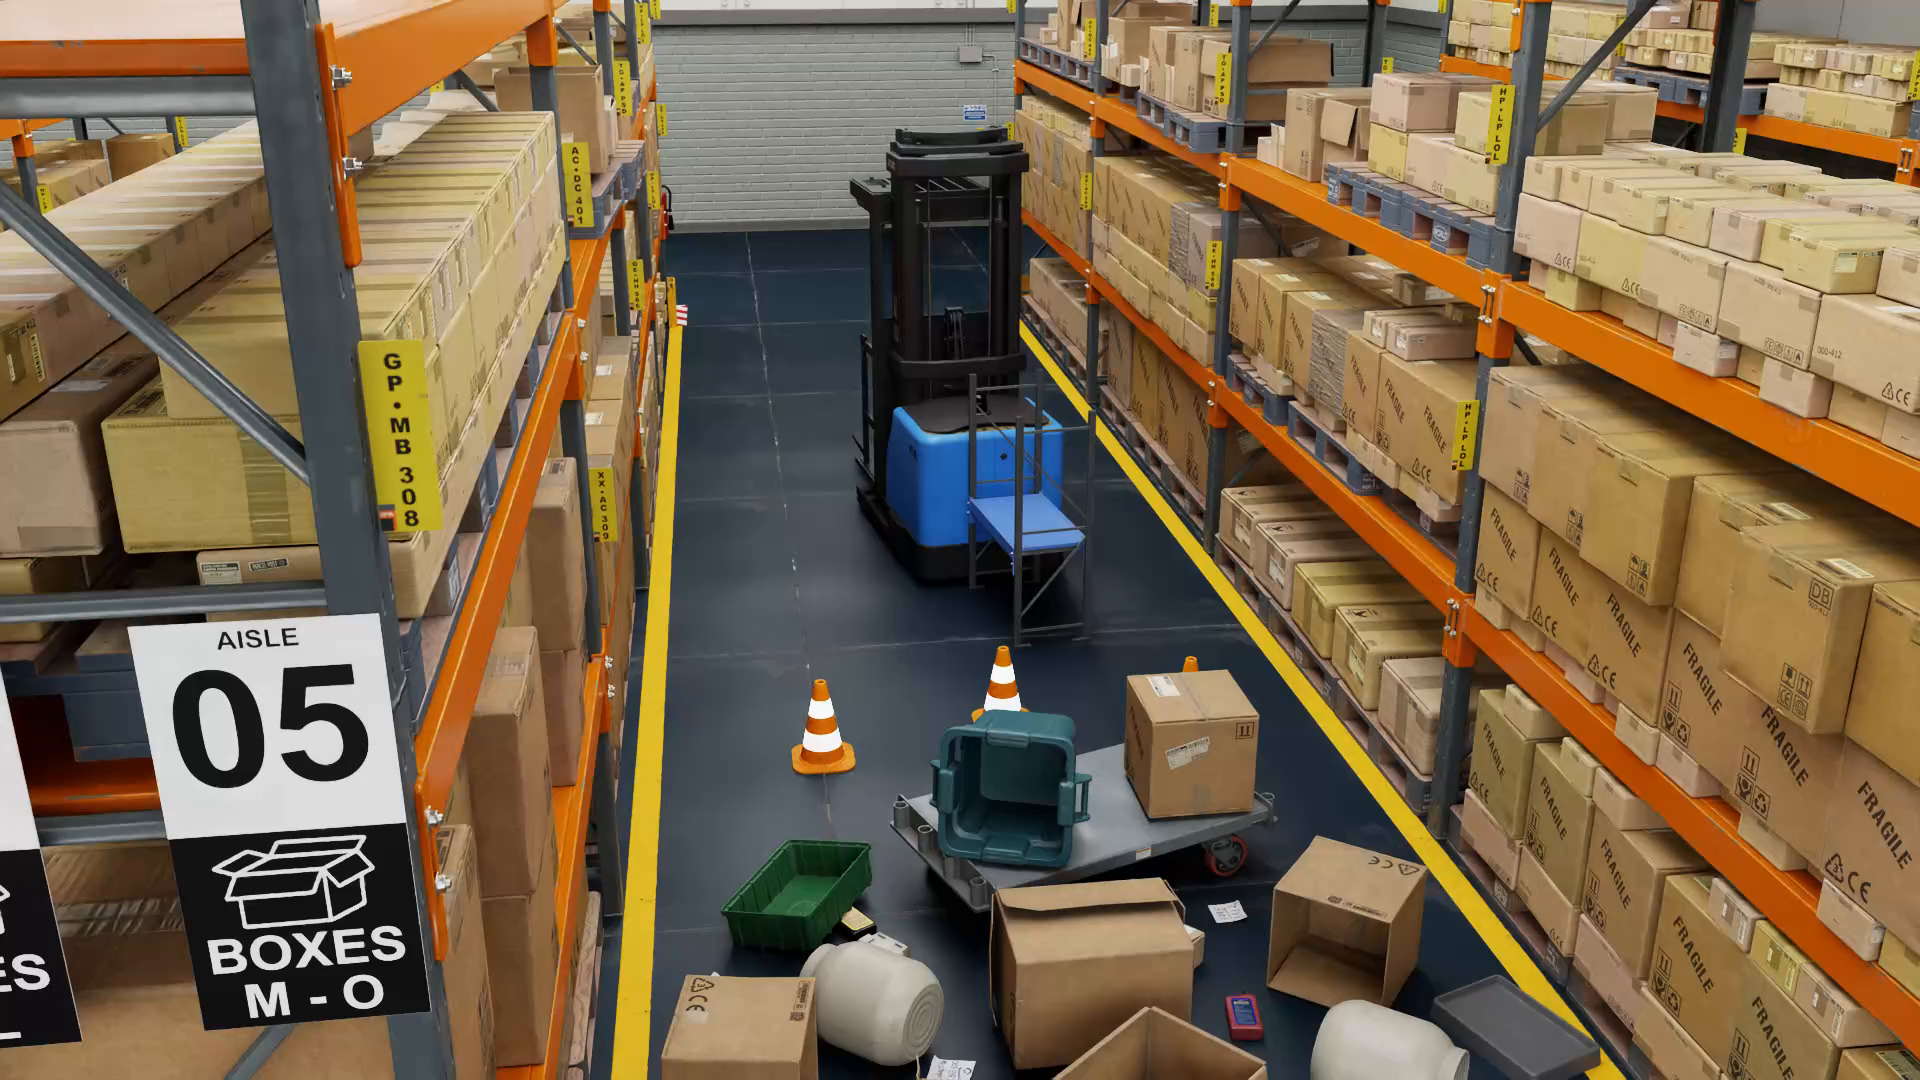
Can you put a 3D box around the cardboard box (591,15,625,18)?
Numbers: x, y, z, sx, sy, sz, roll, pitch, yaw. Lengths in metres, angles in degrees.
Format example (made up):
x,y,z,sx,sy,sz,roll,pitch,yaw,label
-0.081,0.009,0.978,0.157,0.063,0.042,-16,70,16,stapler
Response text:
x,y,z,sx,sy,sz,roll,pitch,yaw,label
-3.148,-4.675,15.088,0.380,0.149,0.250,-4,21,-9,cardboard box

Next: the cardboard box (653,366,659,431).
x,y,z,sx,sy,sz,roll,pitch,yaw,label
-2.841,-1.227,14.188,0.500,0.500,0.500,-3,21,-9,cardboard box

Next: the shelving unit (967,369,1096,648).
x,y,z,sx,sy,sz,roll,pitch,yaw,label
0.440,-0.226,10.677,0.538,1.500,1.048,-6,21,-15,shelving unit

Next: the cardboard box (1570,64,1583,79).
x,y,z,sx,sy,sz,roll,pitch,yaw,label
6.192,-4.557,16.202,0.380,0.149,0.250,-2,21,-6,cardboard box

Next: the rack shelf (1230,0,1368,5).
x,y,z,sx,sy,sz,roll,pitch,yaw,label
1.975,-4.323,12.530,1.077,0.370,4.000,-3,21,-8,rack shelf

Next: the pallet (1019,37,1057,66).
x,y,z,sx,sy,sz,roll,pitch,yaw,label
1.228,-5.222,17.750,1.003,0.211,1.213,-3,21,-8,pallet

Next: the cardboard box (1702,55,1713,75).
x,y,z,sx,sy,sz,roll,pitch,yaw,label
6.425,-3.947,13.826,0.380,0.149,0.250,-2,21,-6,cardboard box

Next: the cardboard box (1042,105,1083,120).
x,y,z,sx,sy,sz,roll,pitch,yaw,label
1.066,-4.436,17.306,0.380,0.149,0.250,-3,21,-7,cardboard box

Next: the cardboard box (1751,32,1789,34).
x,y,z,sx,sy,sz,roll,pitch,yaw,label
6.889,-4.289,14.316,0.380,0.149,0.250,-2,21,-6,cardboard box

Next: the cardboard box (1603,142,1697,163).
x,y,z,sx,sy,sz,roll,pitch,yaw,label
3.153,-1.714,7.846,0.500,0.250,0.500,-3,21,-9,cardboard box

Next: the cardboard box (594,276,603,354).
x,y,z,sx,sy,sz,roll,pitch,yaw,label
-2.565,-1.420,10.158,0.700,0.500,0.500,-3,21,-8,cardboard box

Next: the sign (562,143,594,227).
x,y,z,sx,sy,sz,roll,pitch,yaw,label
-1.495,-1.388,6.507,0.100,0.325,0.005,-3,21,-8,sign

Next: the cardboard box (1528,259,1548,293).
x,y,z,sx,sy,sz,roll,pitch,yaw,label
2.640,-1.126,7.016,0.380,0.149,0.250,-3,21,-9,cardboard box

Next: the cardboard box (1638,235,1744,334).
x,y,z,sx,sy,sz,roll,pitch,yaw,label
2.775,-0.916,5.884,0.500,0.250,0.500,-3,21,-7,cardboard box

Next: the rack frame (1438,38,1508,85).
x,y,z,sx,sy,sz,roll,pitch,yaw,label
6.022,-4.366,19.620,1.000,3.000,0.127,-3,21,-8,rack frame

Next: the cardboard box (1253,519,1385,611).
x,y,z,sx,sy,sz,roll,pitch,yaw,label
2.449,0.141,10.708,0.950,0.372,0.625,-3,21,-9,cardboard box

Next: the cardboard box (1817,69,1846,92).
x,y,z,sx,sy,sz,roll,pitch,yaw,label
6.776,-3.496,12.646,0.380,0.149,0.250,-3,21,-8,cardboard box

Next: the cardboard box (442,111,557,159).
x,y,z,sx,sy,sz,roll,pitch,yaw,label
-1.675,-1.469,6.052,0.380,0.149,0.250,-3,21,-8,cardboard box

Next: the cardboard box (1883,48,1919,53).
x,y,z,sx,sy,sz,roll,pitch,yaw,label
7.265,-3.664,12.672,0.380,0.149,0.250,-2,21,-6,cardboard box

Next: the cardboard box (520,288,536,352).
x,y,z,sx,sy,sz,roll,pitch,yaw,label
-1.489,-0.655,5.013,0.380,0.149,0.250,-3,21,-8,cardboard box

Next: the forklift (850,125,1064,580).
x,y,z,sx,sy,sz,roll,pitch,yaw,label
-0.170,-1.585,12.271,1.130,2.935,3.031,-6,21,-15,forklift

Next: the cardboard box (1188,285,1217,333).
x,y,z,sx,sy,sz,roll,pitch,yaw,label
1.942,-1.664,11.883,0.500,0.250,0.500,-3,21,-8,cardboard box

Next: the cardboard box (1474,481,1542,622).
x,y,z,sx,sy,sz,roll,pitch,yaw,label
2.628,0.020,7.307,0.500,0.500,0.500,-3,21,-8,cardboard box

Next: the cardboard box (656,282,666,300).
x,y,z,sx,sy,sz,roll,pitch,yaw,label
-3.304,-2.626,17.585,0.380,0.149,0.250,-3,21,-9,cardboard box

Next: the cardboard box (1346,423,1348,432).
x,y,z,sx,sy,sz,roll,pitch,yaw,label
2.424,-0.654,9.438,0.380,0.149,0.250,-4,21,-10,cardboard box

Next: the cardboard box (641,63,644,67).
x,y,z,sx,sy,sz,roll,pitch,yaw,label
-3.084,-4.127,14.905,0.500,0.250,0.500,-3,21,-9,cardboard box

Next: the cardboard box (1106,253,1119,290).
x,y,z,sx,sy,sz,roll,pitch,yaw,label
1.565,-2.315,14.341,0.500,0.250,0.500,-3,21,-9,cardboard box

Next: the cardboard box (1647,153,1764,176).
x,y,z,sx,sy,sz,roll,pitch,yaw,label
3.102,-1.522,6.937,0.380,0.149,0.250,-2,21,-7,cardboard box

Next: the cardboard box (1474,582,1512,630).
x,y,z,sx,sy,sz,roll,pitch,yaw,label
2.568,0.283,7.531,0.380,0.149,0.250,-3,21,-8,cardboard box

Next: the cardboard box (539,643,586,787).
x,y,z,sx,sy,sz,roll,pitch,yaw,label
-1.877,0.571,6.186,0.875,0.550,0.550,-3,21,-8,cardboard box

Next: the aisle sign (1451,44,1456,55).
x,y,z,sx,sy,sz,roll,pitch,yaw,label
5.721,-5.593,19.189,0.394,0.787,0.004,-3,21,-8,aisle sign

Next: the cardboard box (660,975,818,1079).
x,y,z,sx,sy,sz,roll,pitch,yaw,label
-0.804,1.980,6.196,0.500,0.500,0.500,1,20,2,cardboard box

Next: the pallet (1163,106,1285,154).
x,y,z,sx,sy,sz,roll,pitch,yaw,label
2.118,-2.882,11.628,1.213,0.211,1.003,-2,21,-5,pallet

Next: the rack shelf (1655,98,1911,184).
x,y,z,sx,sy,sz,roll,pitch,yaw,label
6.886,-3.357,13.659,1.077,0.370,4.000,-3,21,-8,rack shelf

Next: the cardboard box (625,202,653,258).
x,y,z,sx,sy,sz,roll,pitch,yaw,label
-3.019,-2.816,14.900,0.500,0.500,0.500,-3,21,-9,cardboard box

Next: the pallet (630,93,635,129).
x,y,z,sx,sy,sz,roll,pitch,yaw,label
-3.061,-3.184,12.436,1.213,0.211,1.003,-3,21,-8,pallet

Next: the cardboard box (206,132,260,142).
x,y,z,sx,sy,sz,roll,pitch,yaw,label
-2.253,-1.261,5.494,0.380,0.149,0.250,-3,21,-8,cardboard box

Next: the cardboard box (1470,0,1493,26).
x,y,z,sx,sy,sz,roll,pitch,yaw,label
5.892,-5.732,18.062,0.500,0.250,0.500,-3,21,-8,cardboard box

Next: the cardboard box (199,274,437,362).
x,y,z,sx,sy,sz,roll,pitch,yaw,label
-1.235,-0.413,3.225,0.380,0.149,0.250,-3,21,-7,cardboard box

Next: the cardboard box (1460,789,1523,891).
x,y,z,sx,sy,sz,roll,pitch,yaw,label
2.658,1.349,7.646,0.500,0.250,0.500,-4,21,-10,cardboard box

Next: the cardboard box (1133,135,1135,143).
x,y,z,sx,sy,sz,roll,pitch,yaw,label
1.767,-3.846,15.727,0.380,0.149,0.250,-3,21,-8,cardboard box

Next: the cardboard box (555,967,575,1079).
x,y,z,sx,sy,sz,roll,pitch,yaw,label
-1.889,1.656,5.931,0.875,0.875,0.875,-3,21,-7,cardboard box

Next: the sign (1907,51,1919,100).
x,y,z,sx,sy,sz,roll,pitch,yaw,label
6.638,-3.217,11.517,0.100,0.325,0.005,-3,21,-8,sign

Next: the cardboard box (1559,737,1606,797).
x,y,z,sx,sy,sz,roll,pitch,yaw,label
2.692,0.918,6.801,0.380,0.149,0.250,-2,21,-6,cardboard box

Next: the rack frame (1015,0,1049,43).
x,y,z,sx,sy,sz,roll,pitch,yaw,label
1.110,-6.925,17.896,1.000,3.000,0.127,-3,21,-8,rack frame

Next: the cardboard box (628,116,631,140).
x,y,z,sx,sy,sz,roll,pitch,yaw,label
-2.596,-3.069,11.716,0.500,0.500,0.500,-3,21,-8,cardboard box

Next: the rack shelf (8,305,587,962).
x,y,z,sx,sy,sz,roll,pitch,yaw,label
-1.755,-0.051,4.807,1.077,0.370,4.000,-3,21,-8,rack shelf

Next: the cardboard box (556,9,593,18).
x,y,z,sx,sy,sz,roll,pitch,yaw,label
-3.790,-5.108,16.247,0.380,0.149,0.250,-2,21,-6,cardboard box

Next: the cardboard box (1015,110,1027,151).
x,y,z,sx,sy,sz,roll,pitch,yaw,label
0.898,-4.449,18.270,0.500,0.500,0.500,-3,21,-9,cardboard box

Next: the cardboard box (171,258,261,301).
x,y,z,sx,sy,sz,roll,pitch,yaw,label
-1.957,-0.511,4.055,0.500,0.250,0.500,-3,21,-8,cardboard box

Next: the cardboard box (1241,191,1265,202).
x,y,z,sx,sy,sz,roll,pitch,yaw,label
2.294,-2.394,12.768,0.500,0.500,0.500,-2,21,-6,cardboard box

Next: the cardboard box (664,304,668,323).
x,y,z,sx,sy,sz,roll,pitch,yaw,label
-3.354,-2.436,17.925,0.380,0.149,0.250,-2,21,-6,cardboard box

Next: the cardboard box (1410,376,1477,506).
x,y,z,sx,sy,sz,roll,pitch,yaw,label
2.546,-0.491,8.076,0.500,0.500,0.500,-3,21,-9,cardboard box

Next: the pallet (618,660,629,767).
x,y,z,sx,sy,sz,roll,pitch,yaw,label
-2.409,0.944,9.386,1.003,0.211,1.213,-3,21,-8,pallet

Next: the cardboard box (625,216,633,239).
x,y,z,sx,sy,sz,roll,pitch,yaw,label
-2.906,-2.581,13.748,0.380,0.149,0.250,-4,21,-9,cardboard box
